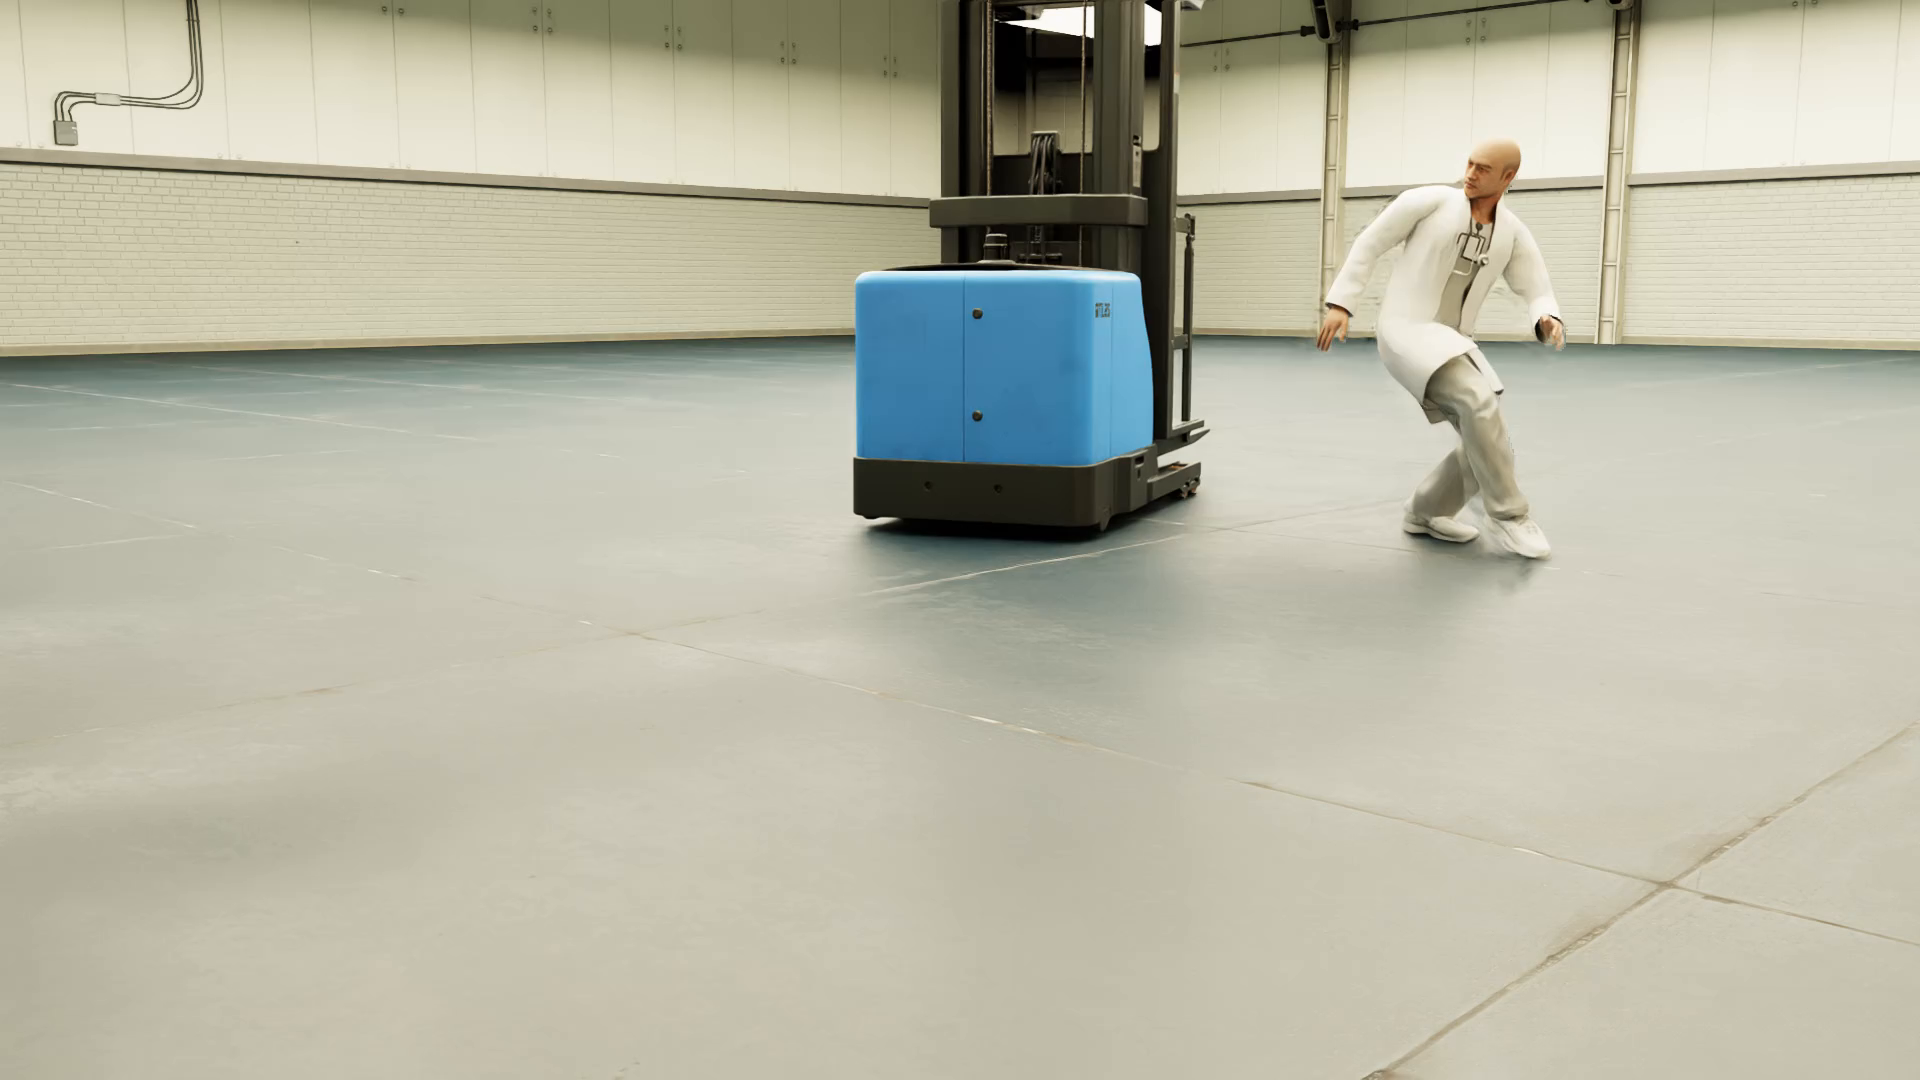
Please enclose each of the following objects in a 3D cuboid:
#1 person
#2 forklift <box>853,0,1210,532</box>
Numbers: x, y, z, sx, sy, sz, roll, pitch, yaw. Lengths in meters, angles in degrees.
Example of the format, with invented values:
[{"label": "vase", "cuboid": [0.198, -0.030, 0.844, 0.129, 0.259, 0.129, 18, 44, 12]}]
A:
[{"label": "person", "cuboid": [1.936, -0.753, 6.440, 0.804, 1.604, 0.828, -4, 9, -25]}, {"label": "forklift", "cuboid": [0.553, -1.664, 7.928, 1.130, 2.935, 3.031, 3, 9, 21]}]
